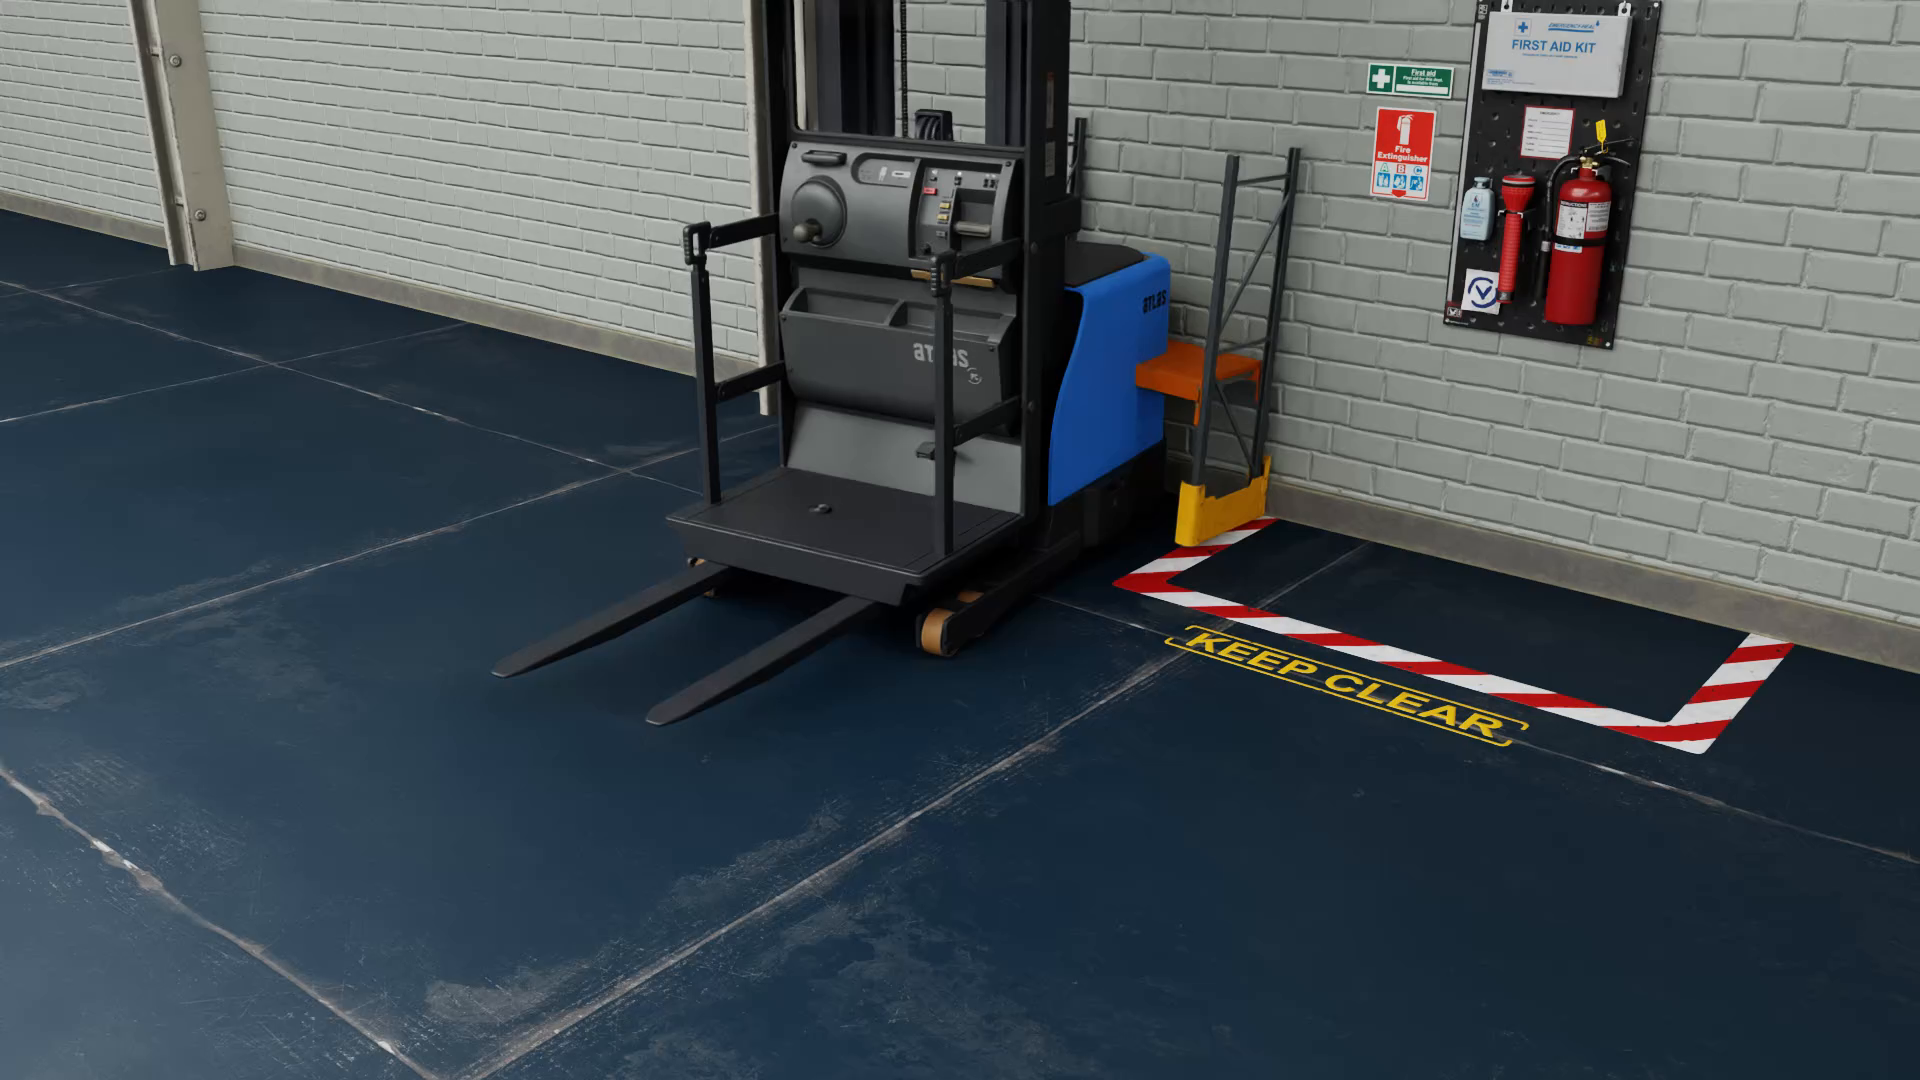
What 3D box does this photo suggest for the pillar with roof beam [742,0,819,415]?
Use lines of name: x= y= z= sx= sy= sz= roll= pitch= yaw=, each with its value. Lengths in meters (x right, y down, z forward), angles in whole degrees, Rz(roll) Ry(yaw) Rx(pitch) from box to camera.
pillar with roof beam: x=-3.479 y=-3.668 z=3.641 sx=0.400 sy=9.000 sz=9.100 roll=16 pitch=26 yaw=36

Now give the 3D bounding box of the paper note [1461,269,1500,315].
paper note: x=1.907 y=-0.907 z=6.070 sx=0.142 sy=0.148 sz=0.016 roll=16 pitch=26 yaw=36

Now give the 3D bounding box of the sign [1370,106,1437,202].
sign: x=1.638 y=-1.429 z=6.155 sx=0.234 sy=0.329 sz=0.001 roll=16 pitch=26 yaw=36

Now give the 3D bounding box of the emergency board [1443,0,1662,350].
emergency board: x=2.001 y=-1.261 z=5.760 sx=0.643 sy=1.169 sz=0.194 roll=16 pitch=26 yaw=36

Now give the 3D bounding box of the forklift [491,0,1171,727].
forklift: x=-0.337 y=-1.161 z=5.592 sx=1.130 sy=2.935 sz=3.031 roll=12 pitch=24 yaw=29

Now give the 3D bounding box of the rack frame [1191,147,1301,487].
rack frame: x=1.099 y=-0.751 z=6.480 sx=0.032 sy=1.500 sz=0.500 roll=19 pitch=25 yaw=36

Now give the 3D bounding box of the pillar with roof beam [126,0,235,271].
pillar with roof beam: x=-8.127 y=-5.006 z=7.191 sx=0.400 sy=9.000 sz=9.100 roll=16 pitch=26 yaw=36

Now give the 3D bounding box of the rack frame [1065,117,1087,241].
rack frame: x=0.320 y=-1.018 z=7.075 sx=0.032 sy=1.500 sz=0.500 roll=19 pitch=25 yaw=36

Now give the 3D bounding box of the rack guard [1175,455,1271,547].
rack guard: x=1.063 y=-0.166 z=6.696 sx=0.087 sy=0.250 sz=0.587 roll=19 pitch=25 yaw=36

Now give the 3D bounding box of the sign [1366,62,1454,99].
sign: x=1.636 y=-1.673 z=6.053 sx=0.331 sy=0.109 sz=0.001 roll=16 pitch=26 yaw=36

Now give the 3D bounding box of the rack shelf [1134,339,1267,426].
rack shelf: x=0.699 y=-0.716 z=6.840 sx=1.000 sy=0.185 sz=0.538 roll=19 pitch=25 yaw=36

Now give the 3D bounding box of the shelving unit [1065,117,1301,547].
shelving unit: x=0.716 y=-0.882 z=6.772 sx=1.083 sy=1.500 sz=0.587 roll=19 pitch=25 yaw=36
